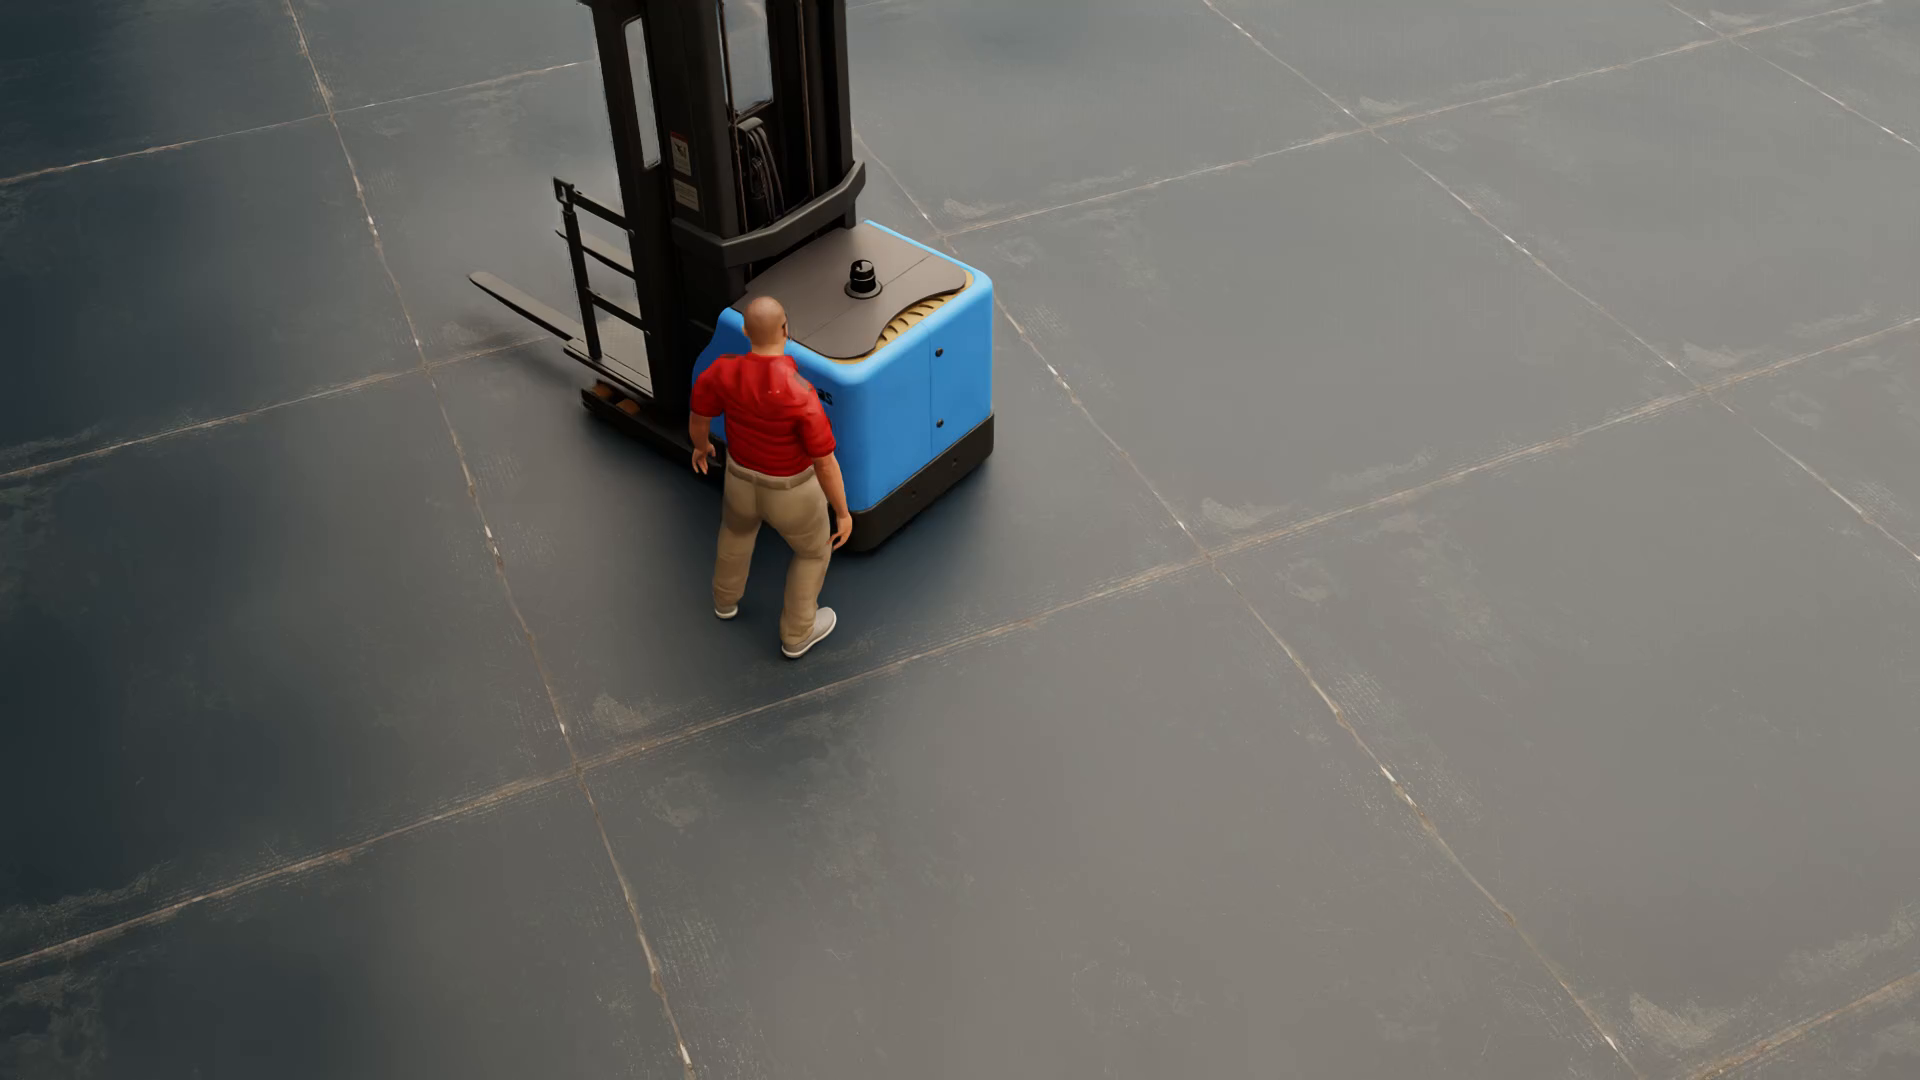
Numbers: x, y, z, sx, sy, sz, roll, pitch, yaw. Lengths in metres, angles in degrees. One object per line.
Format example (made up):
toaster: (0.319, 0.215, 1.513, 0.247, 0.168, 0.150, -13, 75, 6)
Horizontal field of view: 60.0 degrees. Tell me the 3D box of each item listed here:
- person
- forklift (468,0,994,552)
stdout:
person: (-0.784, -0.254, 6.857, 0.831, 1.703, 0.389, 17, 46, 18)
forklift: (-1.294, -1.866, 7.680, 3.031, 2.935, 1.130, 29, 50, 28)
